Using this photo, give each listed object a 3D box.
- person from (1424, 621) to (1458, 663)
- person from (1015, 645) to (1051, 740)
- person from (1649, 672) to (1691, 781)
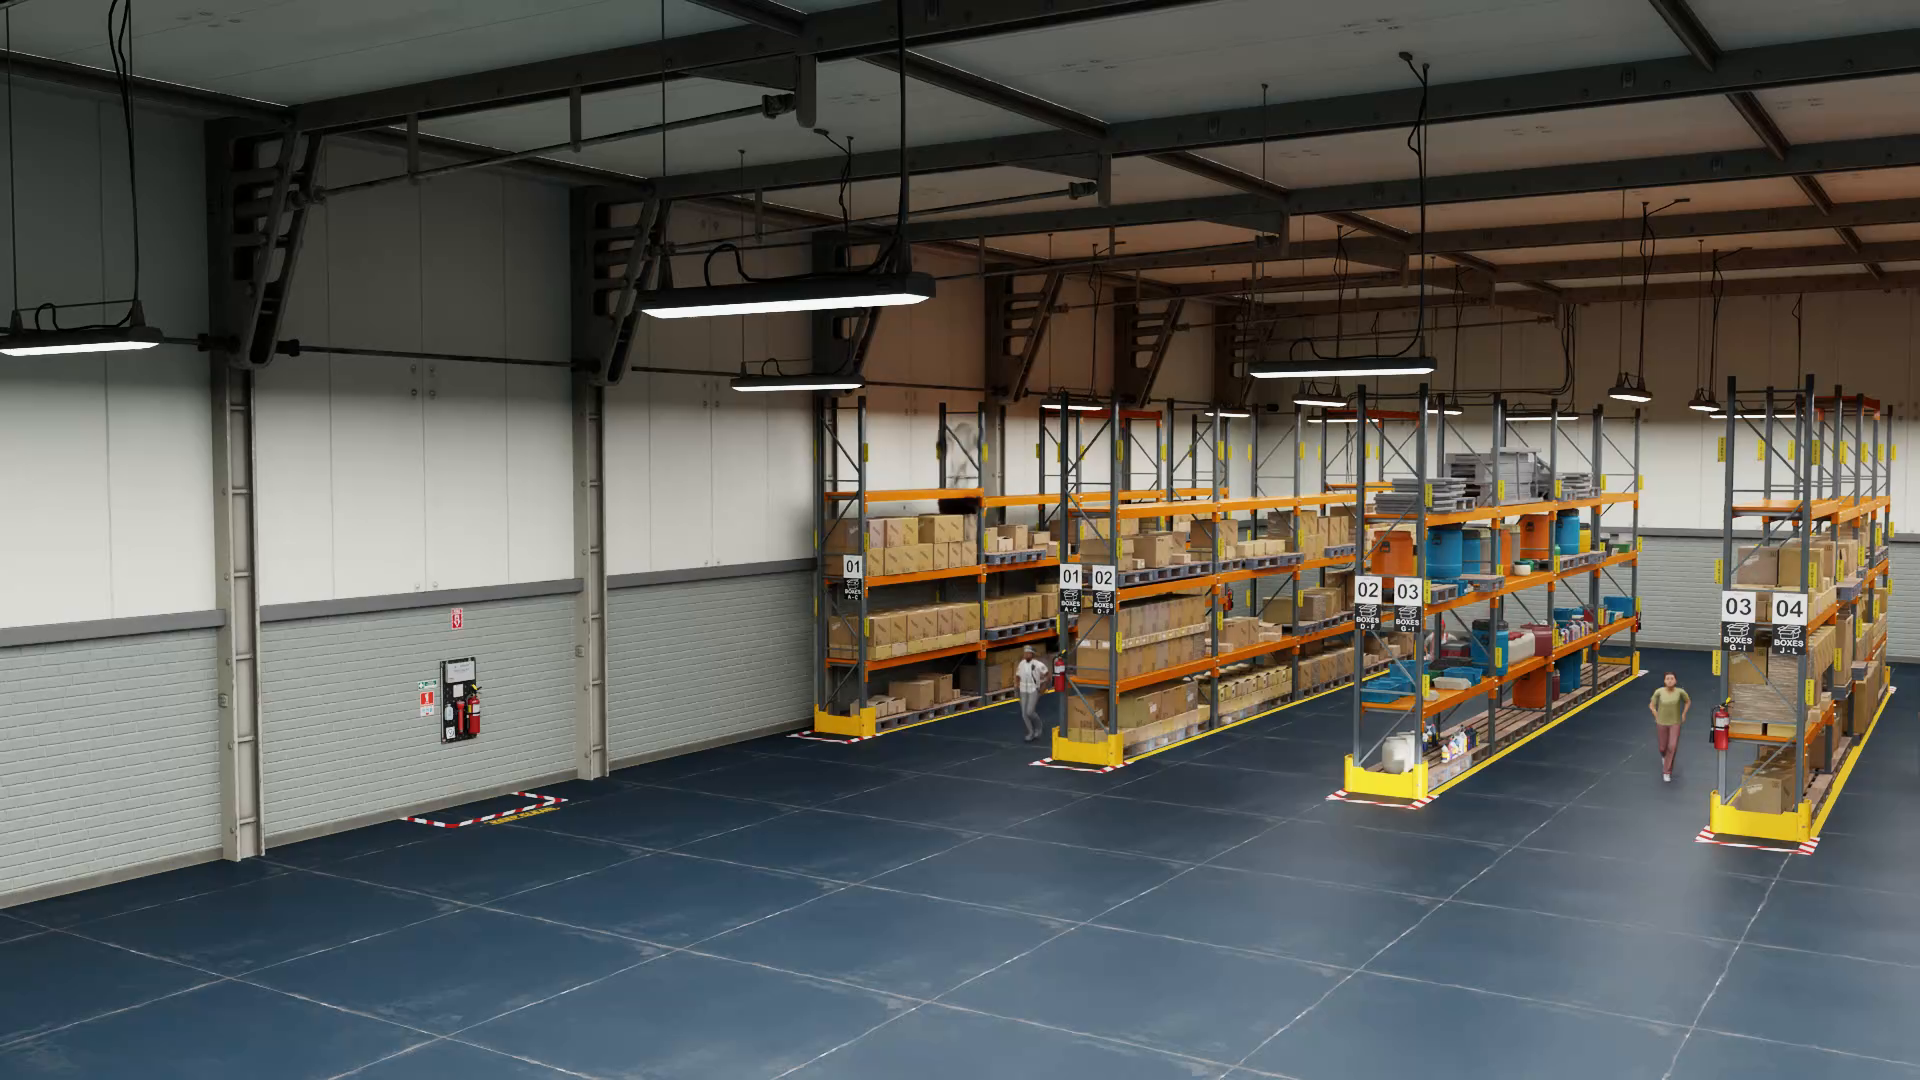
[{"bbox_3d":[9.286,2.424,32.167,0.685,1.774,1.025,2,3,30],"label":"person"},{"bbox_3d":[1.212,2.654,28.887,0.600,1.659,0.584,2,3,29],"label":"person"},{"bbox_3d":[10.953,2.853,25.663,0.589,1.668,0.796,1,3,24],"label":"person"}]
